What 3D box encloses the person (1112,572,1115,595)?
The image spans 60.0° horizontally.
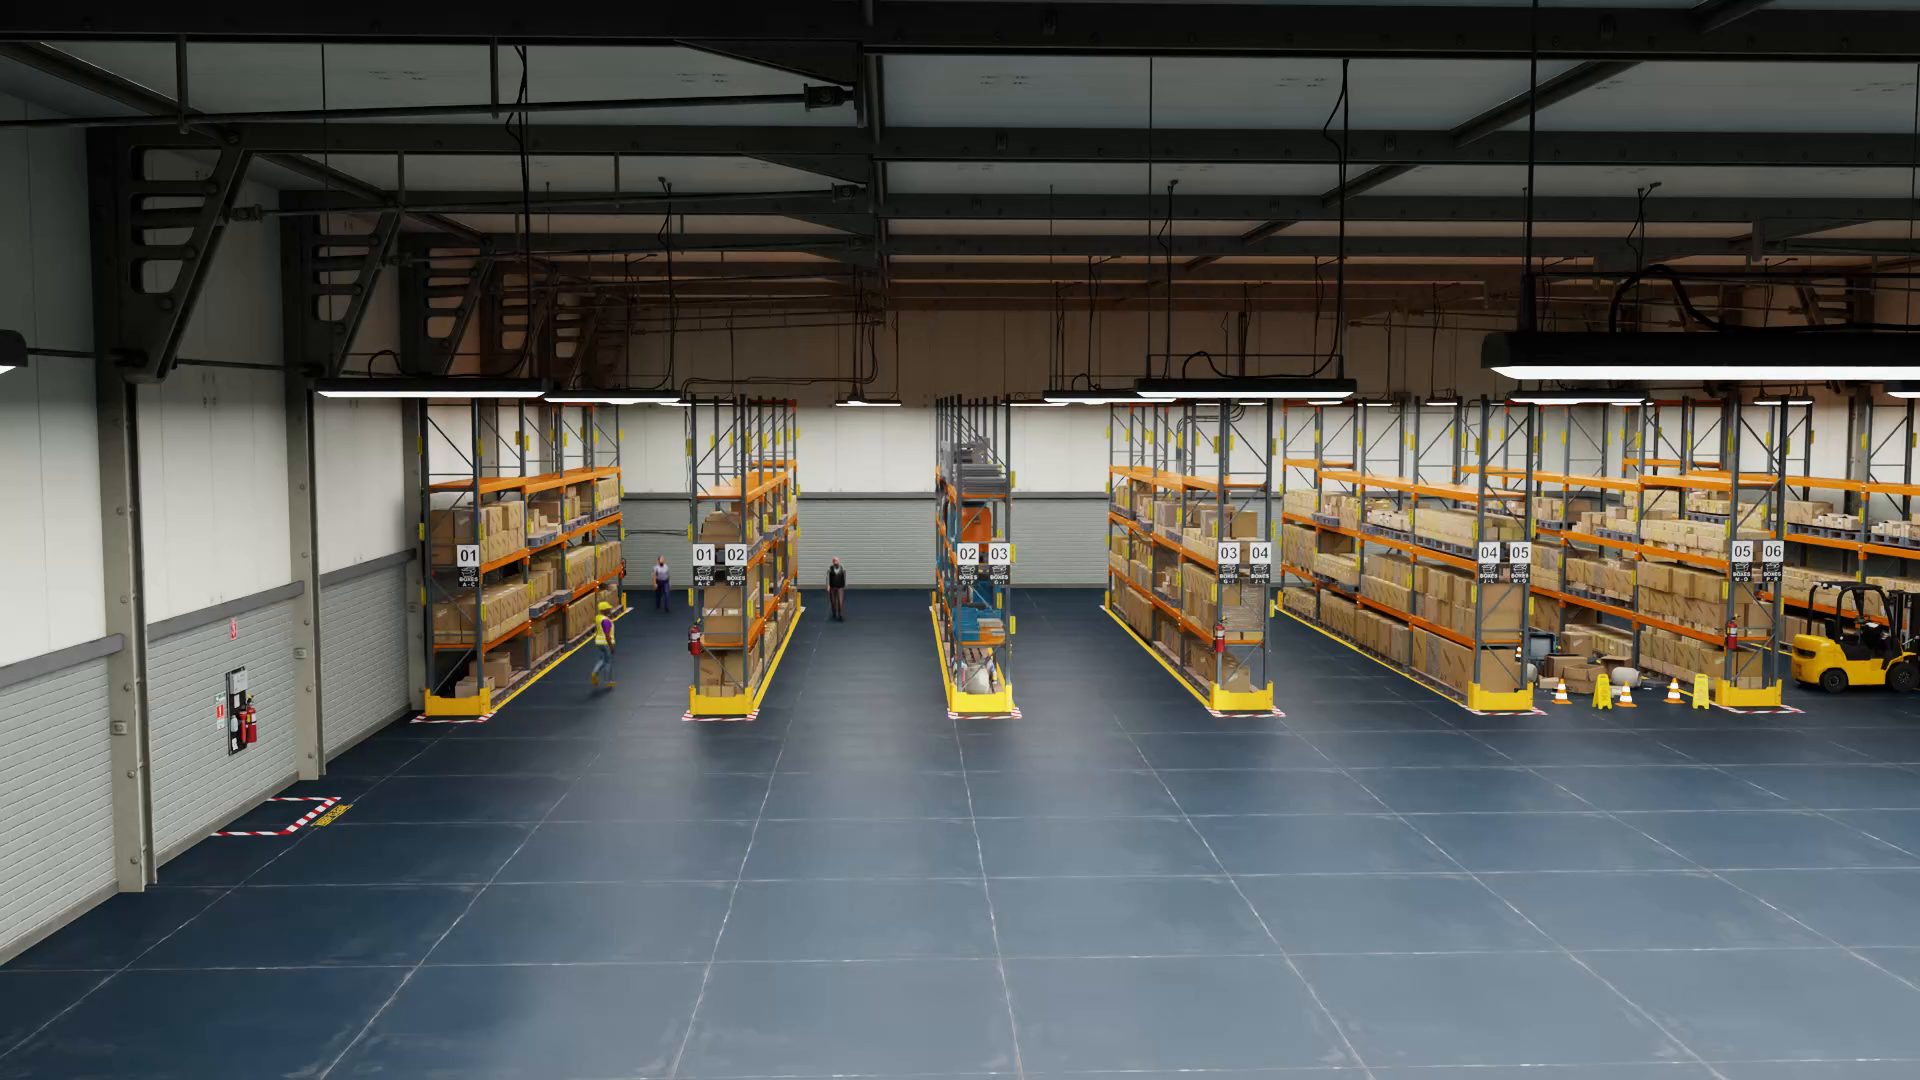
[{"bbox_3d":[4.823,0.860,50.412,0.700,1.784,0.537,-3,6,-37],"label":"person"}]

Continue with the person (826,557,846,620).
[{"bbox_3d":[-3.374,1.308,45.295,0.550,1.680,0.946,0,5,-4],"label":"person"}]

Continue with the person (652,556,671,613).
[{"bbox_3d":[-8.384,1.240,46.777,0.530,1.571,0.992,-1,5,-16],"label":"person"}]

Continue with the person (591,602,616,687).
[{"bbox_3d":[-7.320,2.145,34.132,0.557,1.758,0.603,3,5,32],"label":"person"}]
